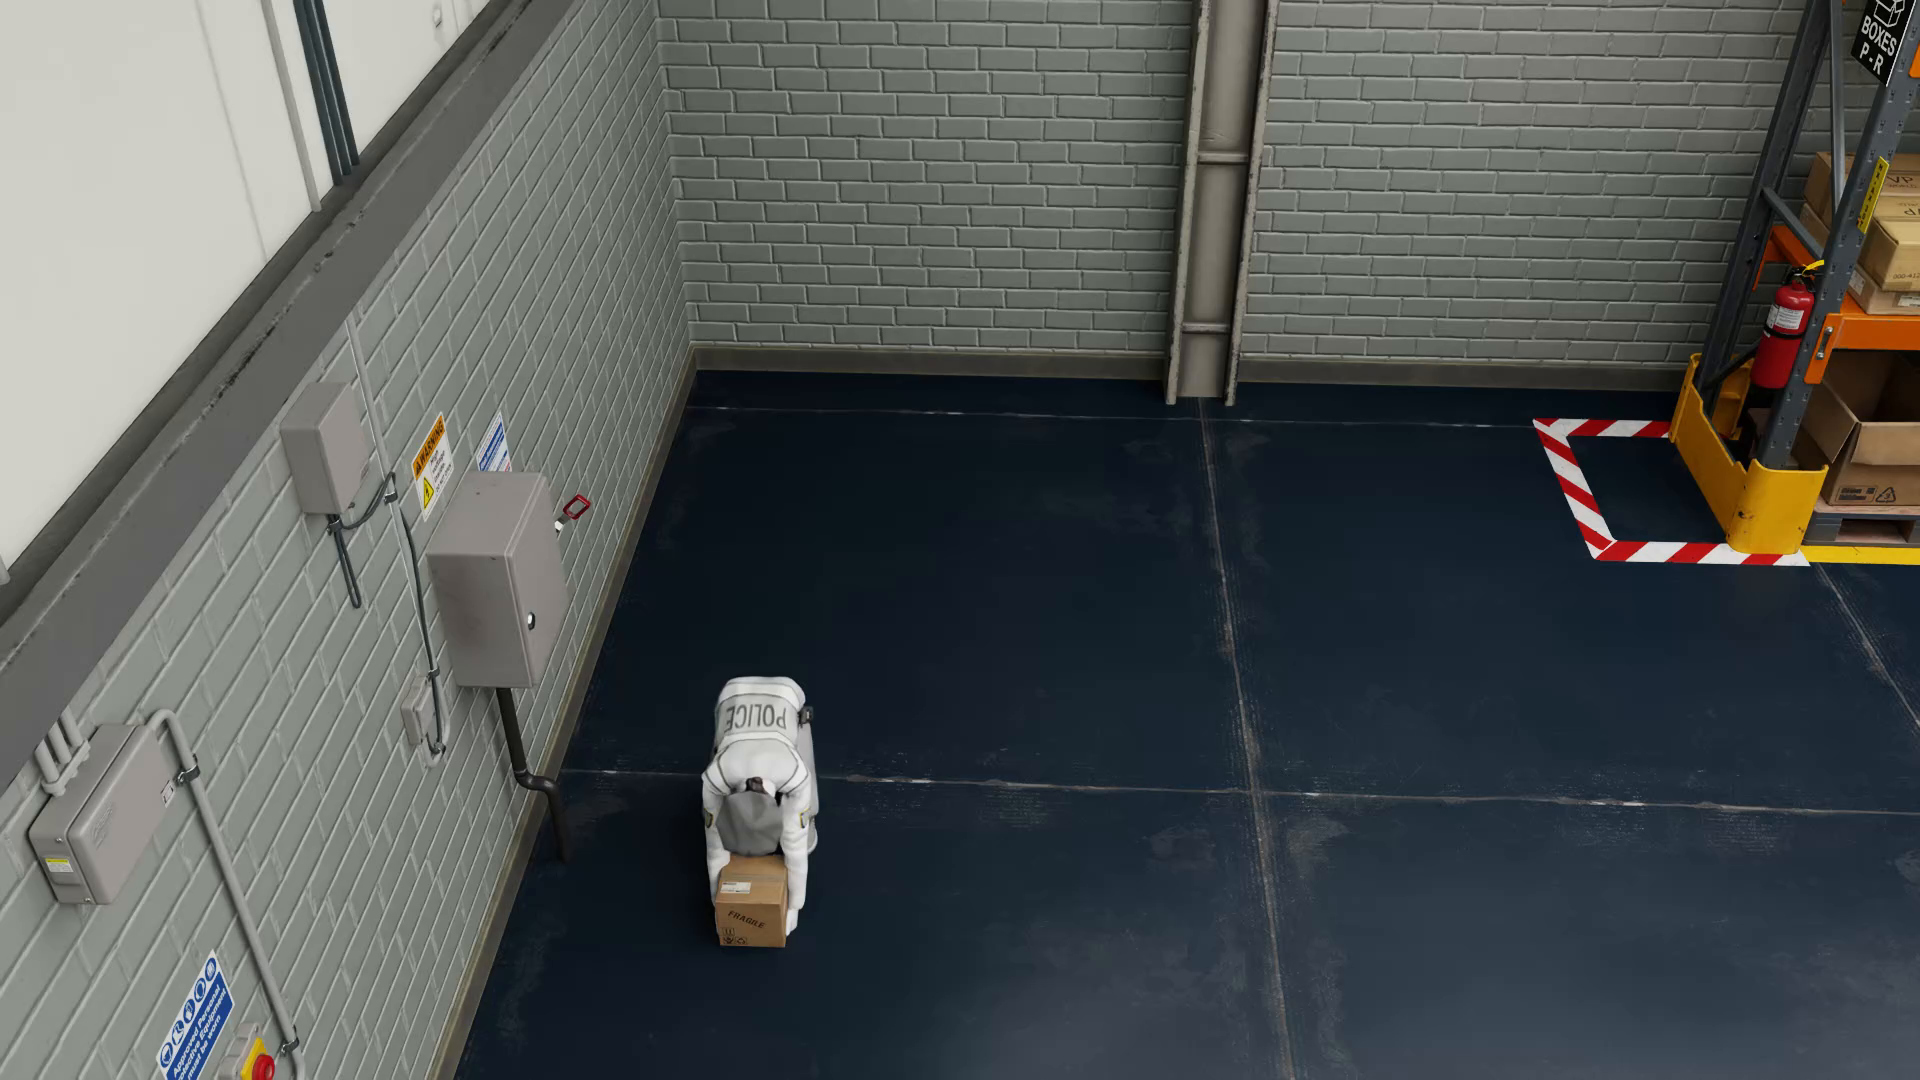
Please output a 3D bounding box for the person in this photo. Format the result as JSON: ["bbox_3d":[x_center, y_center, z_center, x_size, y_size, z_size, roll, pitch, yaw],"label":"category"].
[{"bbox_3d":[-0.771,1.019,6.537,0.411,0.722,0.850,0,36,1],"label":"person"}]
